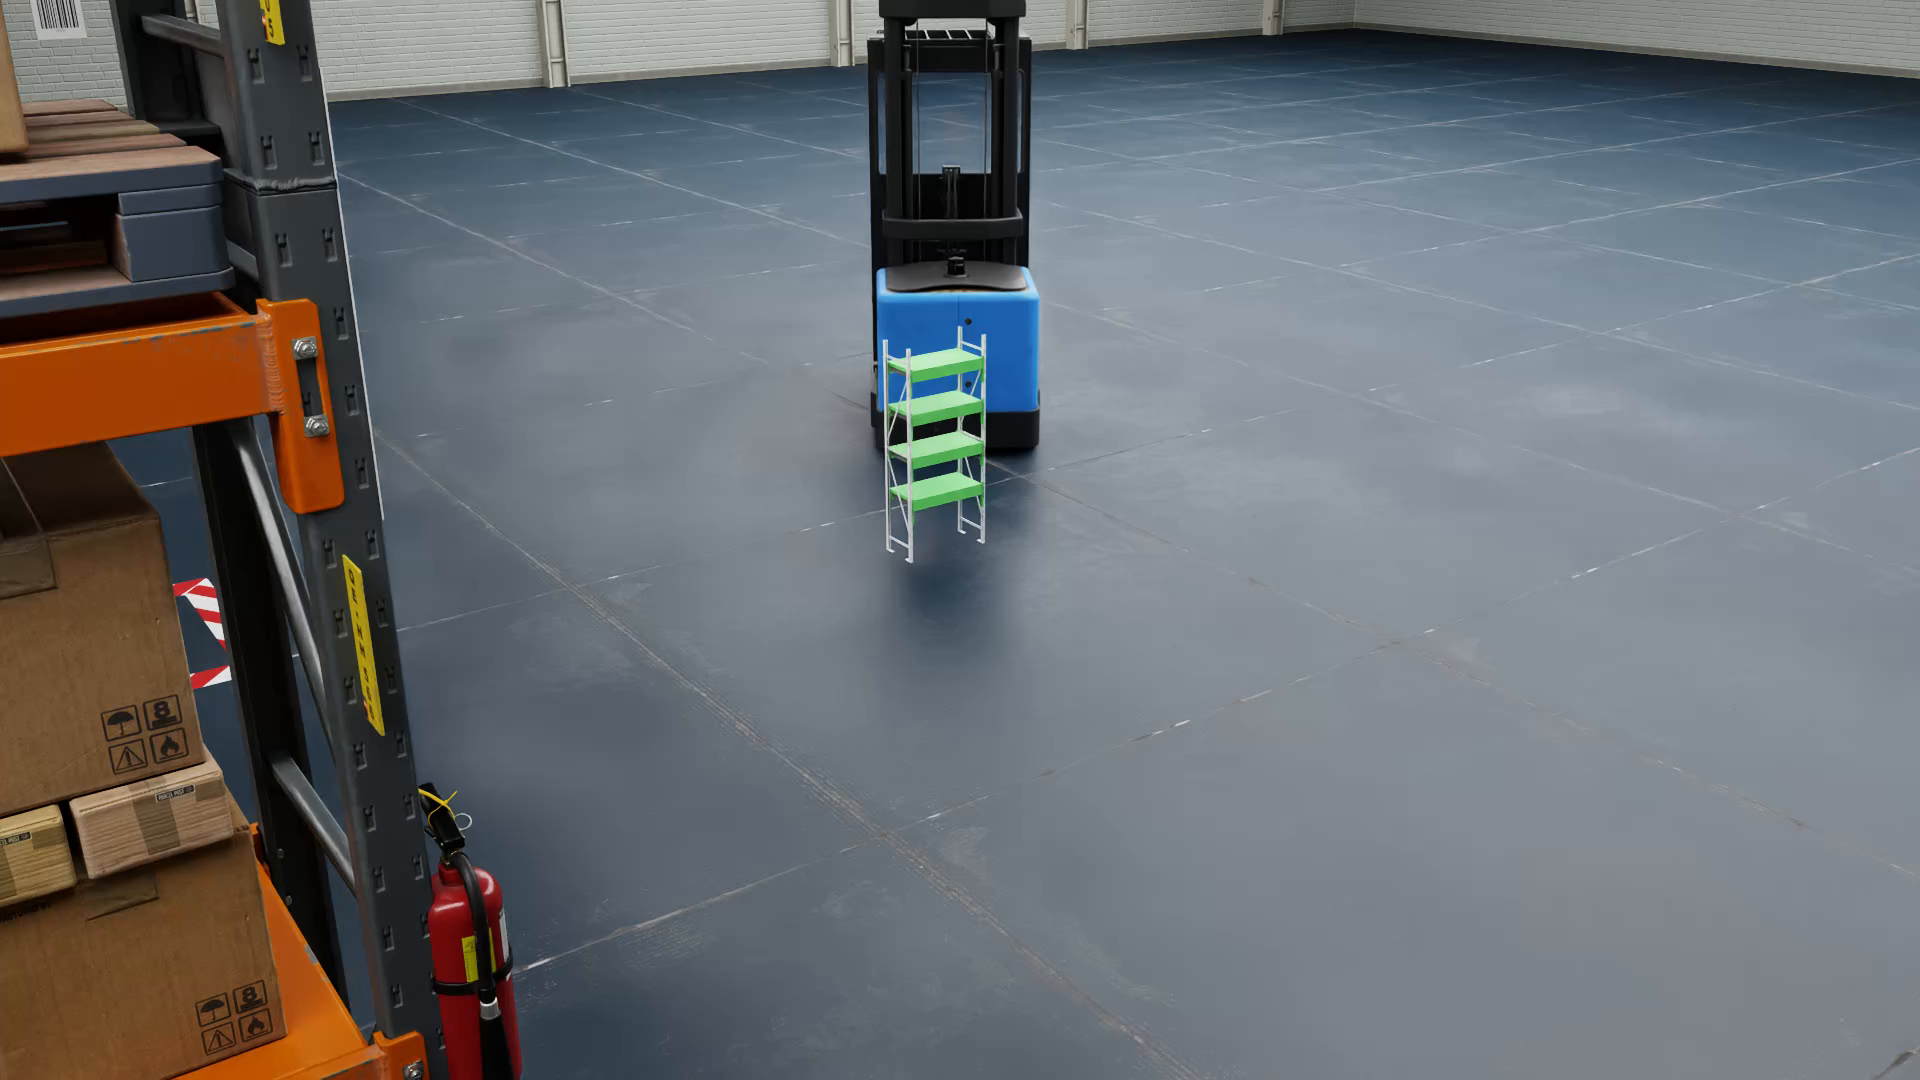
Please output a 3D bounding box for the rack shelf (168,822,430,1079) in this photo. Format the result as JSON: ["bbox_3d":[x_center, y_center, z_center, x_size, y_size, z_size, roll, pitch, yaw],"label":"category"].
[{"bbox_3d":[-3.002,1.439,2.713,4.000,0.370,1.077,-15,26,-33],"label":"rack shelf"}]

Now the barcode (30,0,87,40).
[{"bbox_3d":[-1.342,-0.780,2.474,0.075,0.075,0.001,-15,26,-33],"label":"barcode"}]

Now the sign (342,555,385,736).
[{"bbox_3d":[-1.073,0.191,2.989,0.005,0.325,0.100,-15,26,-33],"label":"sign"}]

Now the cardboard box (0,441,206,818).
[{"bbox_3d":[-1.808,0.132,3.133,0.500,0.500,0.700,-15,26,-33],"label":"cardboard box"}]

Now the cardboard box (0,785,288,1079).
[{"bbox_3d":[-1.765,0.723,3.402,0.500,0.500,0.700,-15,26,-33],"label":"cardboard box"}]

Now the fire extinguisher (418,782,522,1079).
[{"bbox_3d":[-1.011,0.822,3.393,0.183,0.674,0.296,-15,26,-33],"label":"fire extinguisher"}]

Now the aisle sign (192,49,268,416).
[{"bbox_3d":[-1.504,-0.642,3.449,0.004,0.787,0.394,-15,26,-33],"label":"aisle sign"}]

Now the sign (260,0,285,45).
[{"bbox_3d":[-1.073,-0.929,2.543,0.005,0.325,0.100,-15,26,-33],"label":"sign"}]

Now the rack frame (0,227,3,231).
[{"bbox_3d":[-4.268,-0.819,7.401,0.127,3.000,1.000,-15,26,-33],"label":"rack frame"}]

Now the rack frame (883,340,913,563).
[{"bbox_3d":[-0.332,-0.469,8.952,0.015,1.200,0.240,-15,26,-33],"label":"rack frame"}]

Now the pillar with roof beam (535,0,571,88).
[{"bbox_3d":[-4.687,-10.992,24.800,0.400,9.000,9.100,-15,26,-33],"label":"pillar with roof beam"}]

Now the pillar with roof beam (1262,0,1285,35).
[{"bbox_3d":[9.924,-14.888,34.564,0.400,9.000,9.100,-15,26,-33],"label":"pillar with roof beam"}]

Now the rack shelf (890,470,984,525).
[{"bbox_3d":[-0.134,-0.239,9.197,0.480,0.148,0.258,-15,26,-33],"label":"rack shelf"}]

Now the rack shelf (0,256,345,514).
[{"bbox_3d":[-3.002,0.046,2.157,4.000,0.370,1.077,-15,26,-33],"label":"rack shelf"}]

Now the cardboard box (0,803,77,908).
[{"bbox_3d":[-1.789,0.522,3.032,0.250,0.149,0.380,-14,26,-32],"label":"cardboard box"}]

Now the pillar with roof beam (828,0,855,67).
[{"bbox_3d":[0.183,-12.291,28.055,0.400,9.000,9.100,-15,26,-33],"label":"pillar with roof beam"}]

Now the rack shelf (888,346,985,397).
[{"bbox_3d":[-0.134,-0.908,8.930,0.480,0.148,0.258,-15,26,-33],"label":"rack shelf"}]

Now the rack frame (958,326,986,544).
[{"bbox_3d":[0.064,-0.574,9.217,0.015,1.200,0.240,-15,26,-33],"label":"rack frame"}]

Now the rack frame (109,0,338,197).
[{"bbox_3d":[-1.379,-2.114,2.553,0.127,3.000,1.000,-15,26,-33],"label":"rack frame"}]

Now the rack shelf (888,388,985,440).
[{"bbox_3d":[-0.134,-0.685,9.019,0.480,0.148,0.258,-15,26,-33],"label":"rack shelf"}]

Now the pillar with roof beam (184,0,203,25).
[{"bbox_3d":[-9.557,-9.693,21.546,0.400,9.000,9.100,-15,26,-33],"label":"pillar with roof beam"}]

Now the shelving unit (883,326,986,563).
[{"bbox_3d":[-0.134,-0.521,9.084,0.503,1.200,0.258,-15,26,-33],"label":"shelving unit"}]

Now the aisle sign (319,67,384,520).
[{"bbox_3d":[-1.154,-0.461,2.997,0.004,0.787,0.394,-15,26,-33],"label":"aisle sign"}]

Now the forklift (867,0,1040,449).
[{"bbox_3d":[-0.083,-2.441,11.558,1.130,2.935,3.031,-1,22,-3],"label":"forklift"}]

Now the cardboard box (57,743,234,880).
[{"bbox_3d":[-1.577,0.465,3.175,0.250,0.149,0.380,-15,26,-34],"label":"cardboard box"}]

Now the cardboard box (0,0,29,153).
[{"bbox_3d":[-1.847,-0.906,2.677,0.637,0.503,0.797,-13,25,-29],"label":"cardboard box"}]

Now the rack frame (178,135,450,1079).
[{"bbox_3d":[-1.379,0.672,3.665,0.127,3.000,1.000,-15,26,-33],"label":"rack frame"}]

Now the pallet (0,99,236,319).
[{"bbox_3d":[-1.968,-0.535,2.761,1.213,0.211,1.003,-15,26,-33],"label":"pallet"}]

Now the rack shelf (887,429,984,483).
[{"bbox_3d":[-0.134,-0.462,9.108,0.480,0.148,0.258,-15,26,-33],"label":"rack shelf"}]

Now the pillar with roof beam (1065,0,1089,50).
[{"bbox_3d":[5.054,-13.589,31.310,0.400,9.000,9.100,-15,26,-33],"label":"pillar with roof beam"}]
